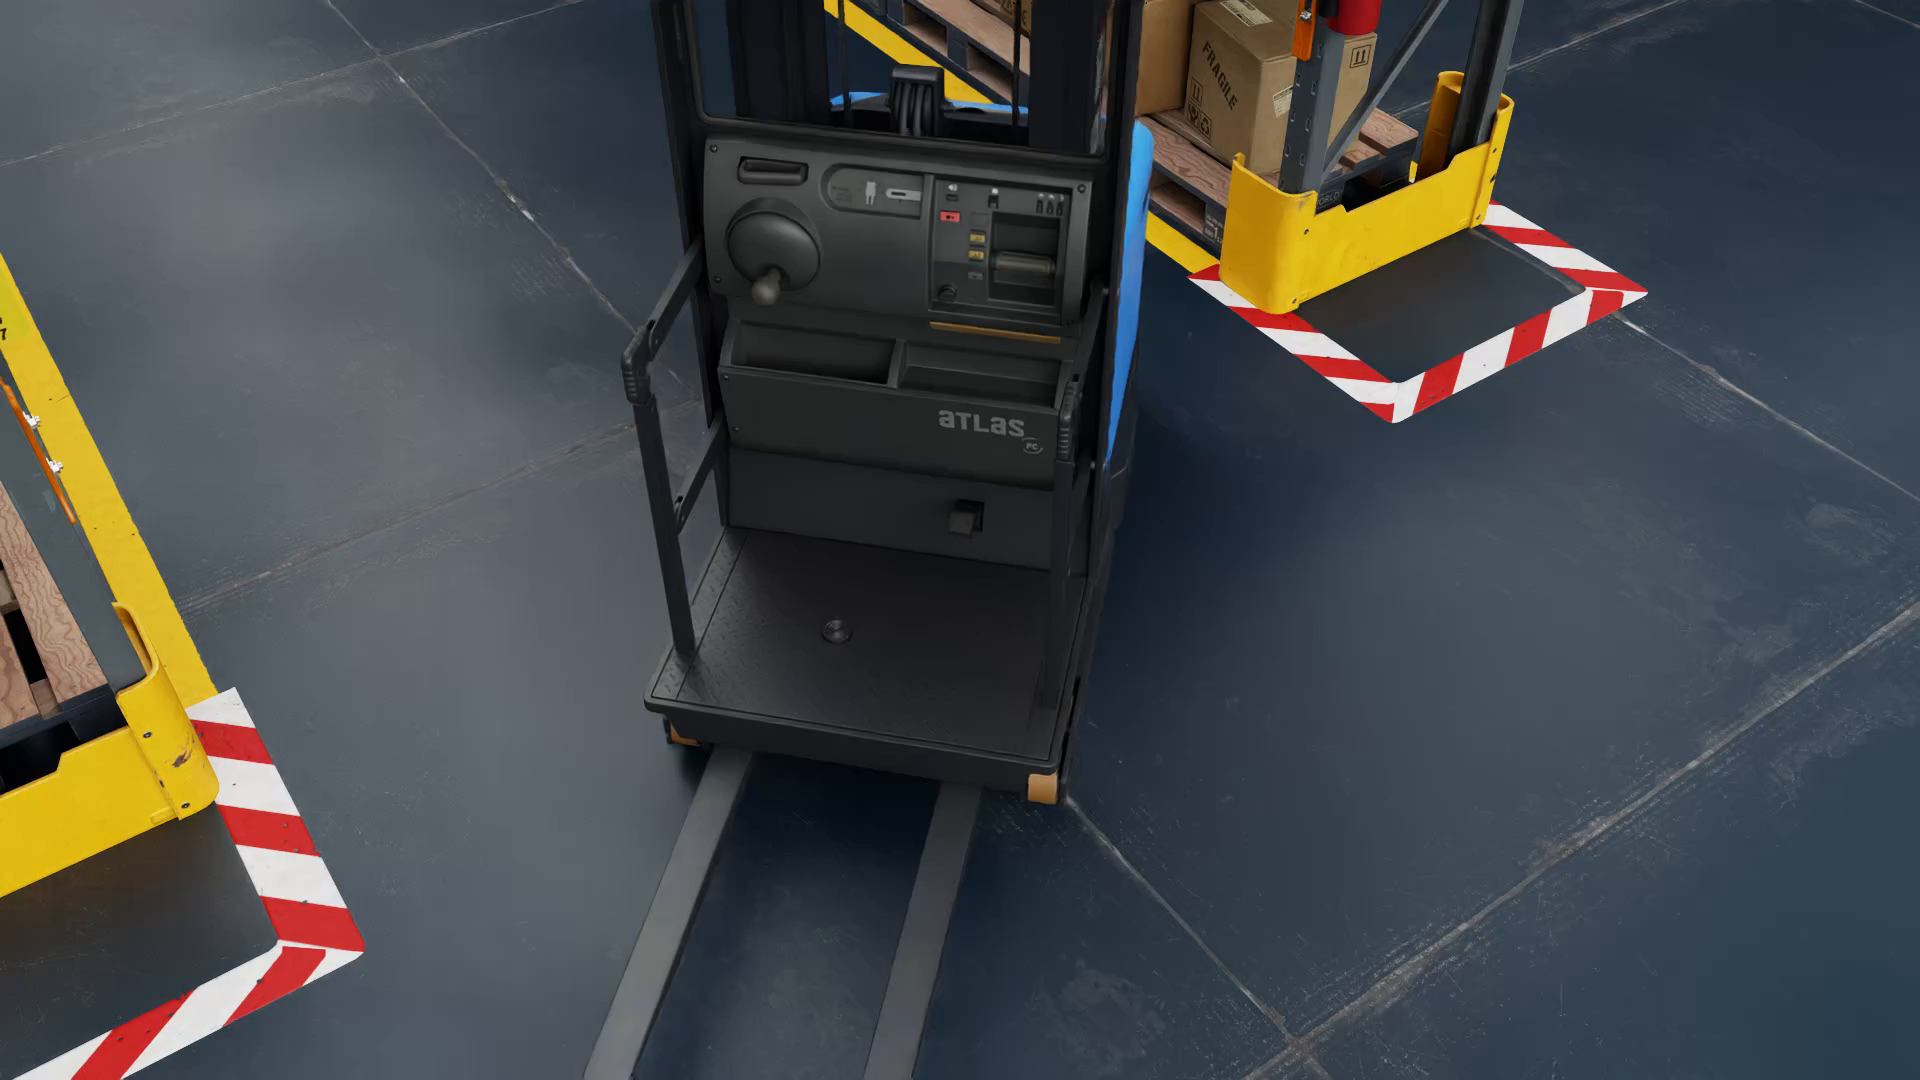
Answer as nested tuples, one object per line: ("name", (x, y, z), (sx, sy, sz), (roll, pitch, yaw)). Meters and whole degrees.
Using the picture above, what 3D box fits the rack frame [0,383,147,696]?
("rack frame", (-2.489, -0.226, 3.314), (1.000, 3.000, 0.127), (-26, 49, -24))

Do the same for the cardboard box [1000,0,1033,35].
("cardboard box", (0.517, -2.477, 7.179), (0.500, 0.500, 0.500), (-21, 48, -21))

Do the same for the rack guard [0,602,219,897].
("rack guard", (-2.571, 0.654, 4.203), (1.175, 0.500, 0.348), (-26, 49, -24))

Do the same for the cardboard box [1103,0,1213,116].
("cardboard box", (0.860, -2.115, 6.800), (0.500, 0.500, 0.500), (-14, 45, -14))

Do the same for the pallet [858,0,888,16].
("pallet", (-0.302, -3.073, 8.316), (1.003, 0.211, 1.213), (-26, 49, -24))

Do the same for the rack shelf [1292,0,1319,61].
("rack shelf", (0.429, -3.055, 6.798), (1.077, 0.370, 4.000), (-26, 49, -24))

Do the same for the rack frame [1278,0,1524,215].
("rack frame", (1.573, -2.182, 5.364), (1.000, 3.000, 0.127), (-26, 49, -24))

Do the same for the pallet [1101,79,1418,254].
("pallet", (1.094, -1.691, 6.868), (1.003, 0.211, 1.213), (-26, 49, -24))

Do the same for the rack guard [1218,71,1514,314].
("rack guard", (1.530, -1.321, 6.272), (1.175, 0.500, 0.348), (-26, 49, -24))

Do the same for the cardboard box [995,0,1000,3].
("cardboard box", (0.234, -2.811, 7.528), (0.500, 0.500, 0.500), (-30, 51, -28))

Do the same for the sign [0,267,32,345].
("sign", (-2.036, -0.541, 3.443), (0.100, 0.325, 0.005), (-26, 49, -24))

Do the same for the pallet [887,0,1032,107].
("pallet", (0.400, -2.381, 7.591), (1.003, 0.211, 1.213), (-26, 49, -24))

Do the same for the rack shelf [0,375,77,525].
("rack shelf", (-3.633, -1.098, 4.749), (1.077, 0.370, 4.000), (-26, 49, -24))

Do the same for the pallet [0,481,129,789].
("pallet", (-3.032, 0.296, 4.787), (1.003, 0.211, 1.213), (-26, 49, -24))

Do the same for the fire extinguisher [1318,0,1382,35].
("fire extinguisher", (1.261, -1.907, 5.132), (0.296, 0.674, 0.183), (-26, 49, -24))

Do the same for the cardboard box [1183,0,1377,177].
("cardboard box", (1.230, -1.790, 6.459), (0.500, 0.500, 0.500), (-17, 46, -17))

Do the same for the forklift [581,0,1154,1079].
("forklift", (-0.197, -0.632, 3.789), (1.130, 2.935, 3.031), (8, 44, 8))
